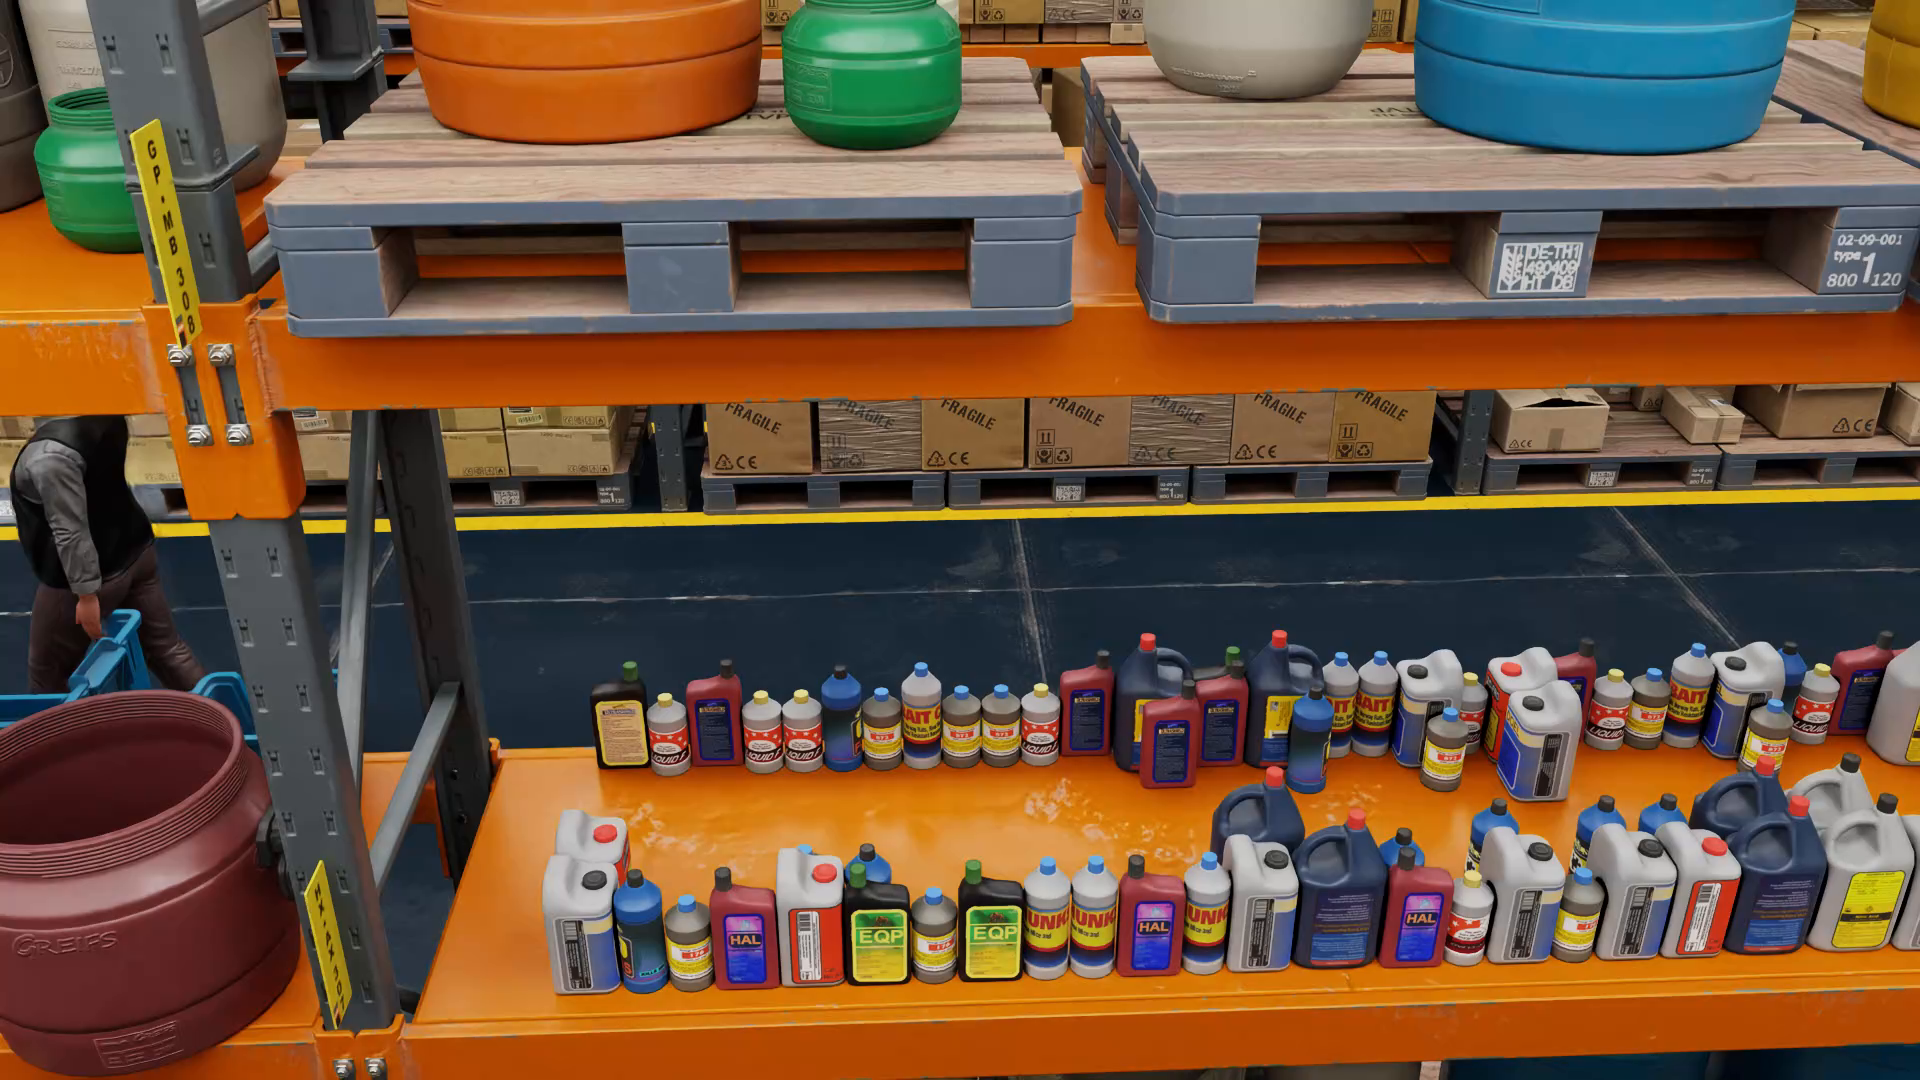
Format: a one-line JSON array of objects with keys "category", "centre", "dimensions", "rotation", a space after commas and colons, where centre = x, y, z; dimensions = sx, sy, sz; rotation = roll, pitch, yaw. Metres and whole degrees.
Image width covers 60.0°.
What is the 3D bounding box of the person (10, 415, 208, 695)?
[{"category": "person", "centre": [-3.174, 0.083, 5.956], "dimensions": [0.904, 1.695, 0.579], "rotation": [3, 28, 5]}]
